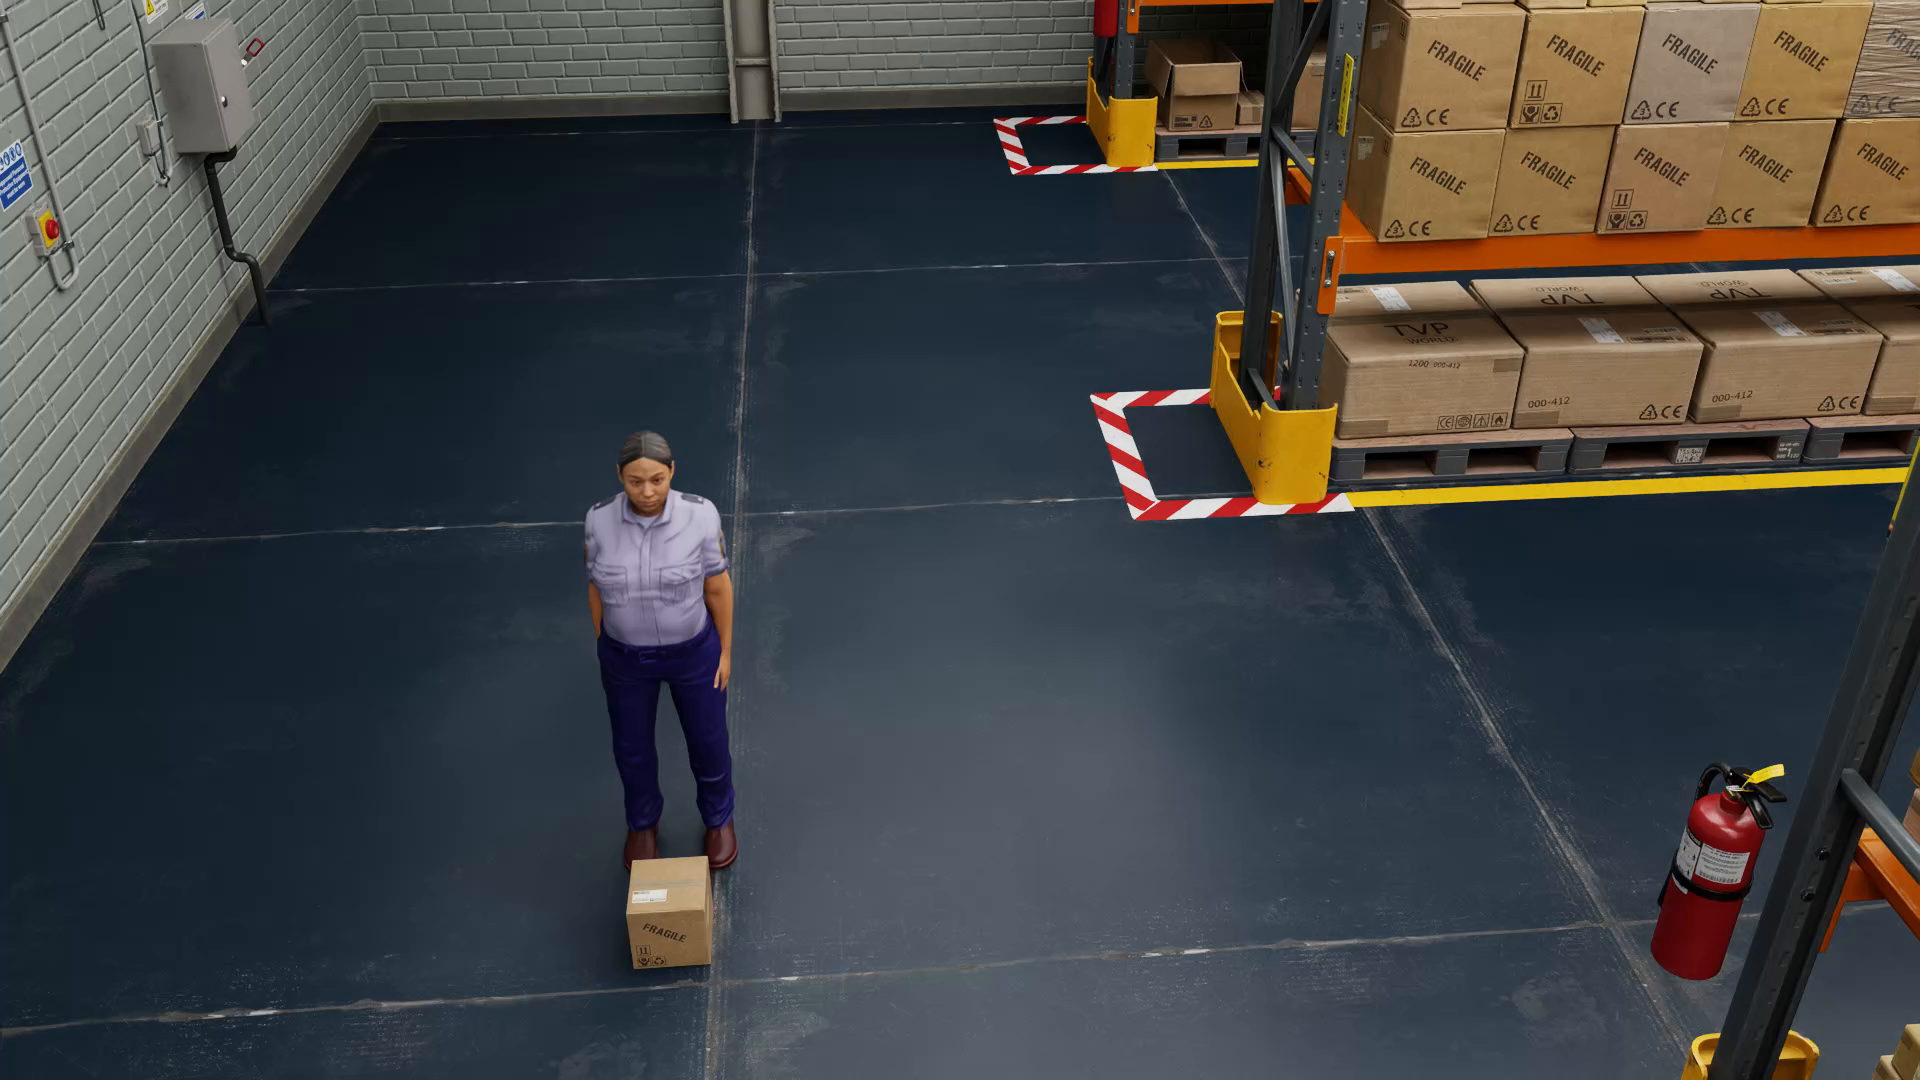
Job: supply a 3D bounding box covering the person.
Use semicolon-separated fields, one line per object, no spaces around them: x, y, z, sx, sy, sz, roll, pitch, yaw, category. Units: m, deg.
-0.975;0.394;5.520;0.467;1.631;0.342;-2;31;-3;person
